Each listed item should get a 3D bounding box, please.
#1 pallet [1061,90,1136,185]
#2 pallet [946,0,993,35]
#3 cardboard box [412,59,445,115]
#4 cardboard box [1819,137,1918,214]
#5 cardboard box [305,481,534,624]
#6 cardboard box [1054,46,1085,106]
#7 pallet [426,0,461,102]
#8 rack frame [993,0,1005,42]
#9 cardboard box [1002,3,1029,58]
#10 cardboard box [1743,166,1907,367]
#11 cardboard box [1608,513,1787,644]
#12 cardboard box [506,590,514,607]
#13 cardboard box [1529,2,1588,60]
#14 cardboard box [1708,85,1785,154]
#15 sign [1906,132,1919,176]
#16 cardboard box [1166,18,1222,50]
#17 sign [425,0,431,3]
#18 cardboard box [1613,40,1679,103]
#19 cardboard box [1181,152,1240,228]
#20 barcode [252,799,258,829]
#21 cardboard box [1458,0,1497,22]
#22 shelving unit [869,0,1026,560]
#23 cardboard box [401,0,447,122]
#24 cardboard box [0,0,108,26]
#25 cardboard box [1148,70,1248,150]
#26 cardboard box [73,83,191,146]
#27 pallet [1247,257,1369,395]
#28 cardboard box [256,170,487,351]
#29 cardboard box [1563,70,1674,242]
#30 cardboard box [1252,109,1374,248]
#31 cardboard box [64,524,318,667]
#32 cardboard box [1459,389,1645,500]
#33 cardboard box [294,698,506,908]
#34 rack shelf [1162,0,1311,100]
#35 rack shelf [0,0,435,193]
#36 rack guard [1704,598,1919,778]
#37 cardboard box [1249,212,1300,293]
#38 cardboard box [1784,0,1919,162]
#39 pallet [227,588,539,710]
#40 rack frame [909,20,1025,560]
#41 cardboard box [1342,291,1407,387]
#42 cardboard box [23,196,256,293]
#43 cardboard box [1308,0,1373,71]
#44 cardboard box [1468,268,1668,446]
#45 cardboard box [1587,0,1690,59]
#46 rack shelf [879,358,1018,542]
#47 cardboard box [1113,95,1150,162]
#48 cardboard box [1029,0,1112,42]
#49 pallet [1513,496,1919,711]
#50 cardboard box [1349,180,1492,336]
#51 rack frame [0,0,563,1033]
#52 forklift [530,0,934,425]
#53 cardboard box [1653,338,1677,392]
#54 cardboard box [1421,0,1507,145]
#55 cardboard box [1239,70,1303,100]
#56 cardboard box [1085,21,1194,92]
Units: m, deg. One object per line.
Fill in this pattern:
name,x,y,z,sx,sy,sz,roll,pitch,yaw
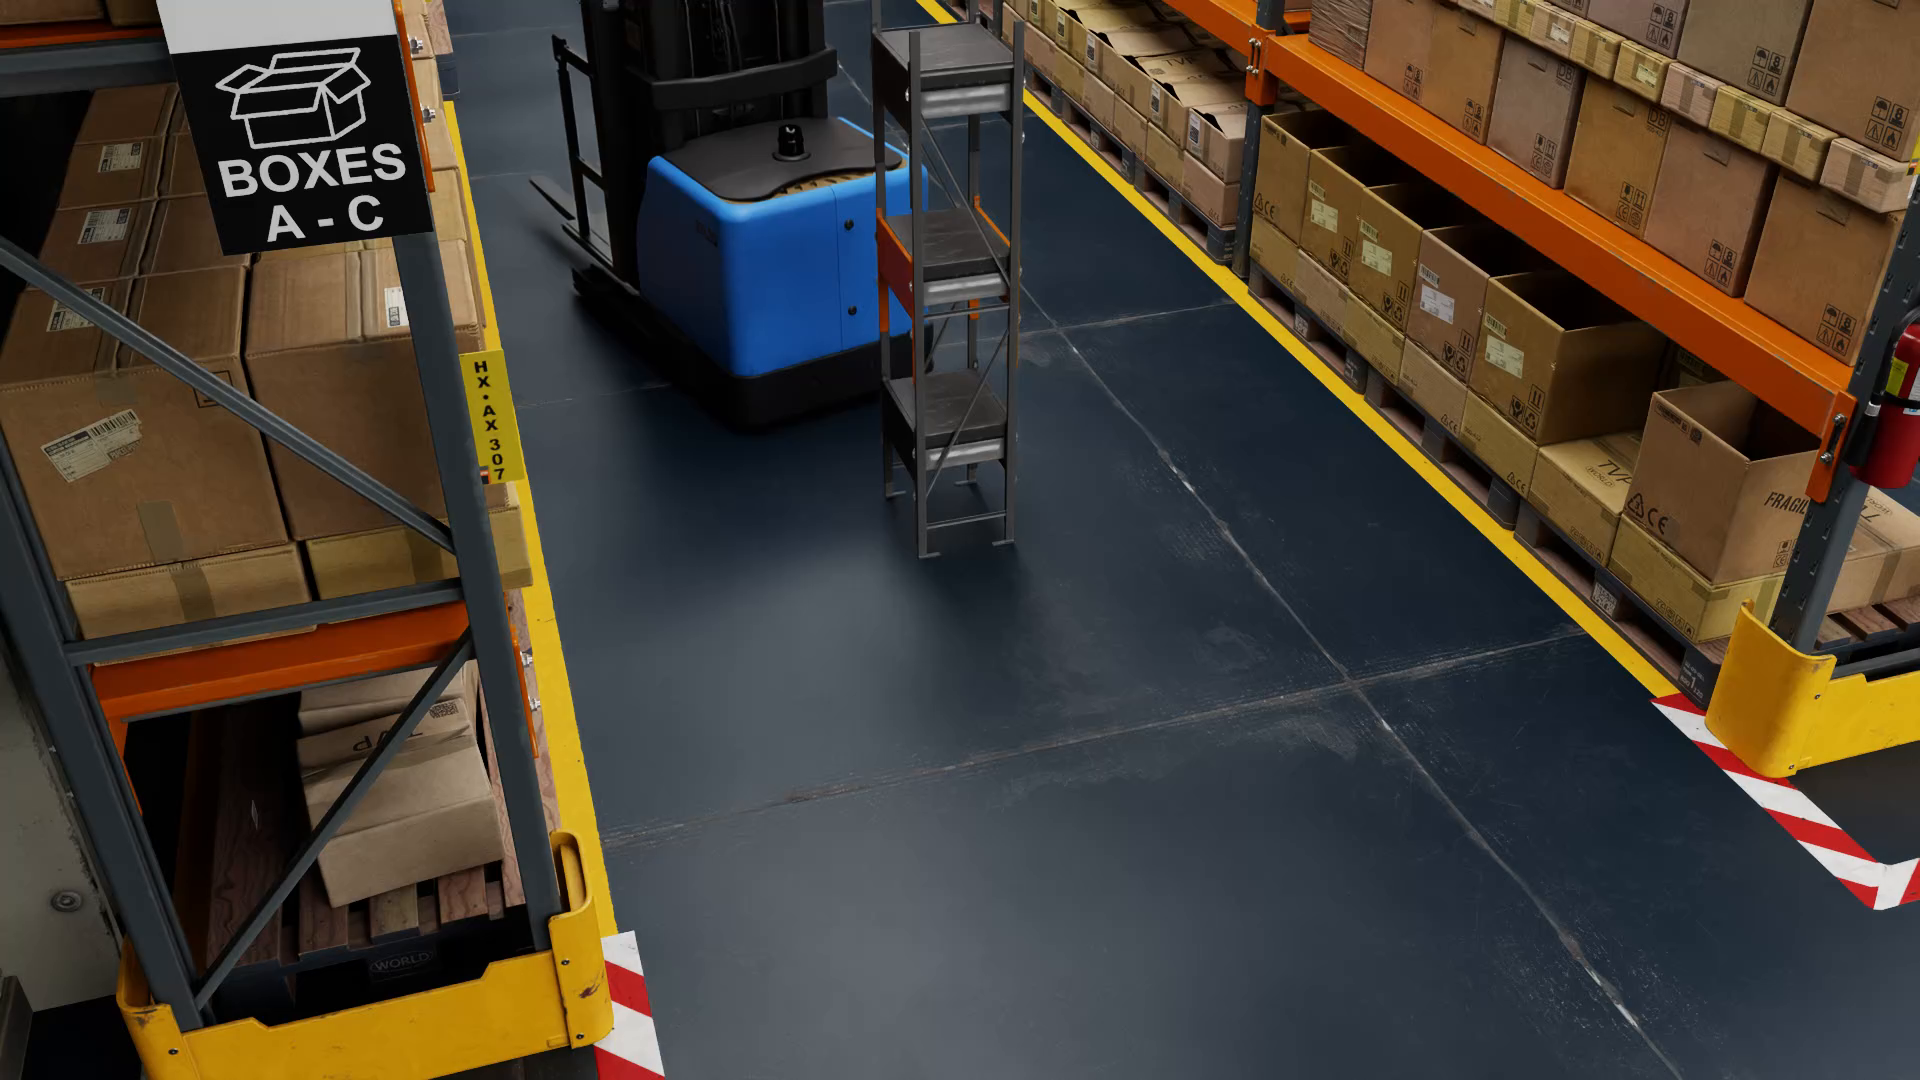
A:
pallet,1.314,-2.607,10.504,1.003,0.211,1.213,-10,35,-15
pallet,0.540,-4.084,12.738,1.003,0.211,1.213,-10,35,-15
cardboard box,-1.866,-1.176,5.246,0.500,0.500,0.500,-9,34,-13
cardboard box,2.874,-1.129,5.059,0.380,0.149,0.250,-11,35,-16
cardboard box,-1.391,-0.069,4.251,0.500,0.250,0.500,-11,35,-16
cardboard box,0.930,-3.017,10.708,0.500,0.250,0.500,-11,35,-16
pallet,-2.860,-2.259,7.622,1.003,0.211,1.213,-10,35,-15
rack frame,0.731,-4.849,11.367,1.000,3.000,0.127,-10,35,-15
cardboard box,0.611,-3.552,11.518,0.500,0.250,0.500,-10,35,-15
cardboard box,3.041,-0.937,5.357,0.700,0.500,0.500,-10,35,-15
cardboard box,2.727,0.092,6.004,0.500,0.250,0.500,-10,35,-15
cardboard box,-2.020,-0.025,5.936,0.700,0.500,0.500,-12,35,-18
cardboard box,2.398,-1.943,6.291,0.380,0.149,0.250,-10,35,-15
cardboard box,2.714,-1.401,5.470,0.380,0.149,0.250,-11,35,-15
sign,2.651,-1.146,4.499,0.100,0.325,0.005,-10,35,-15
cardboard box,1.592,-3.076,10.289,0.500,0.311,0.500,-9,35,-13
sign,-2.251,-2.370,6.831,0.100,0.325,0.005,-10,35,-15
cardboard box,2.559,-1.671,5.879,0.380,0.149,0.250,-9,34,-13
cardboard box,1.549,-1.946,9.087,0.500,0.250,0.500,-10,35,-15
barcode,-2.057,0.800,4.850,0.001,0.075,0.075,-10,35,-15
cardboard box,2.246,-2.211,6.697,0.380,0.149,0.250,-11,35,-16
shelving unit,-0.050,-0.963,6.303,0.431,2.100,0.503,-10,35,-15
cardboard box,-2.169,-1.715,6.062,0.500,0.500,0.500,-10,35,-15
cardboard box,-1.913,-1.291,3.154,0.500,0.500,0.500,-8,34,-11
cardboard box,1.390,-2.447,9.337,0.500,0.311,0.500,-9,35,-13
cardboard box,-2.351,-1.085,5.109,0.500,0.500,0.500,-10,35,-14
pallet,2.154,-1.161,8.315,1.003,0.211,1.213,-10,35,-15
cardboard box,-1.546,-0.634,4.427,0.500,0.500,0.500,-10,35,-15
cardboard box,2.731,-1.474,6.169,0.700,0.500,0.500,-10,35,-14
cardboard box,1.795,-1.793,8.176,0.500,0.500,0.500,-10,35,-15
cardboard box,-1.872,0.028,4.105,0.500,0.250,0.500,-10,35,-14
cardboard box,2.408,-0.431,6.795,0.500,0.250,0.500,-10,35,-15
cardboard box,-1.670,0.746,4.939,0.500,0.311,0.500,-14,36,-20
rack shelf,1.341,-3.498,9.976,1.077,0.370,4.000,-10,35,-15
rack shelf,-2.155,-1.815,4.707,1.077,0.370,4.000,-10,35,-15
rack guard,3.179,0.407,5.681,1.175,0.500,0.348,-10,35,-15
cardboard box,1.804,-1.482,8.385,0.500,0.250,0.500,-10,35,-15
cardboard box,3.025,-1.506,5.041,0.700,0.500,0.500,-10,35,-15
pallet,-2.151,0.238,6.198,1.003,0.211,1.213,-10,35,-15
rack frame,0.024,-0.835,6.109,0.400,2.100,0.015,-10,35,-15
cardboard box,2.099,-0.955,7.588,0.500,0.250,0.500,-10,35,-15
cardboard box,-2.035,-0.550,4.299,0.500,0.500,0.500,-10,35,-14
cardboard box,2.093,-2.558,7.810,0.700,0.500,0.500,-11,35,-16
cardboard box,2.406,-0.743,6.587,0.500,0.500,0.500,-10,35,-15
cardboard box,2.705,-2.046,5.858,0.700,0.500,0.500,-10,35,-15
rack shelf,-0.050,-0.368,6.696,0.431,0.518,0.480,-10,35,-15
cardboard box,1.240,-2.480,9.895,0.500,0.250,0.500,-9,35,-14
cardboard box,0.780,-3.512,10.948,0.500,0.311,0.500,-11,35,-16
pallet,2.898,0.120,6.376,1.003,0.211,1.213,-10,35,-15
cardboard box,2.100,-1.268,7.382,0.500,0.500,0.500,-10,35,-15
rack frame,-1.545,0.187,3.747,1.000,3.000,0.127,-10,35,-15
forklift,-1.348,-2.506,7.884,1.130,2.935,3.031,-20,38,-27
cardboard box,2.901,-0.831,6.720,0.500,0.500,0.500,-10,35,-15
cardboard box,2.409,-2.018,6.993,0.700,0.500,0.500,-10,35,-14
cardboard box,1.915,-2.533,9.467,0.500,0.311,0.500,-10,35,-15
cardboard box,1.090,-2.974,10.134,0.500,0.311,0.500,-10,35,-15
